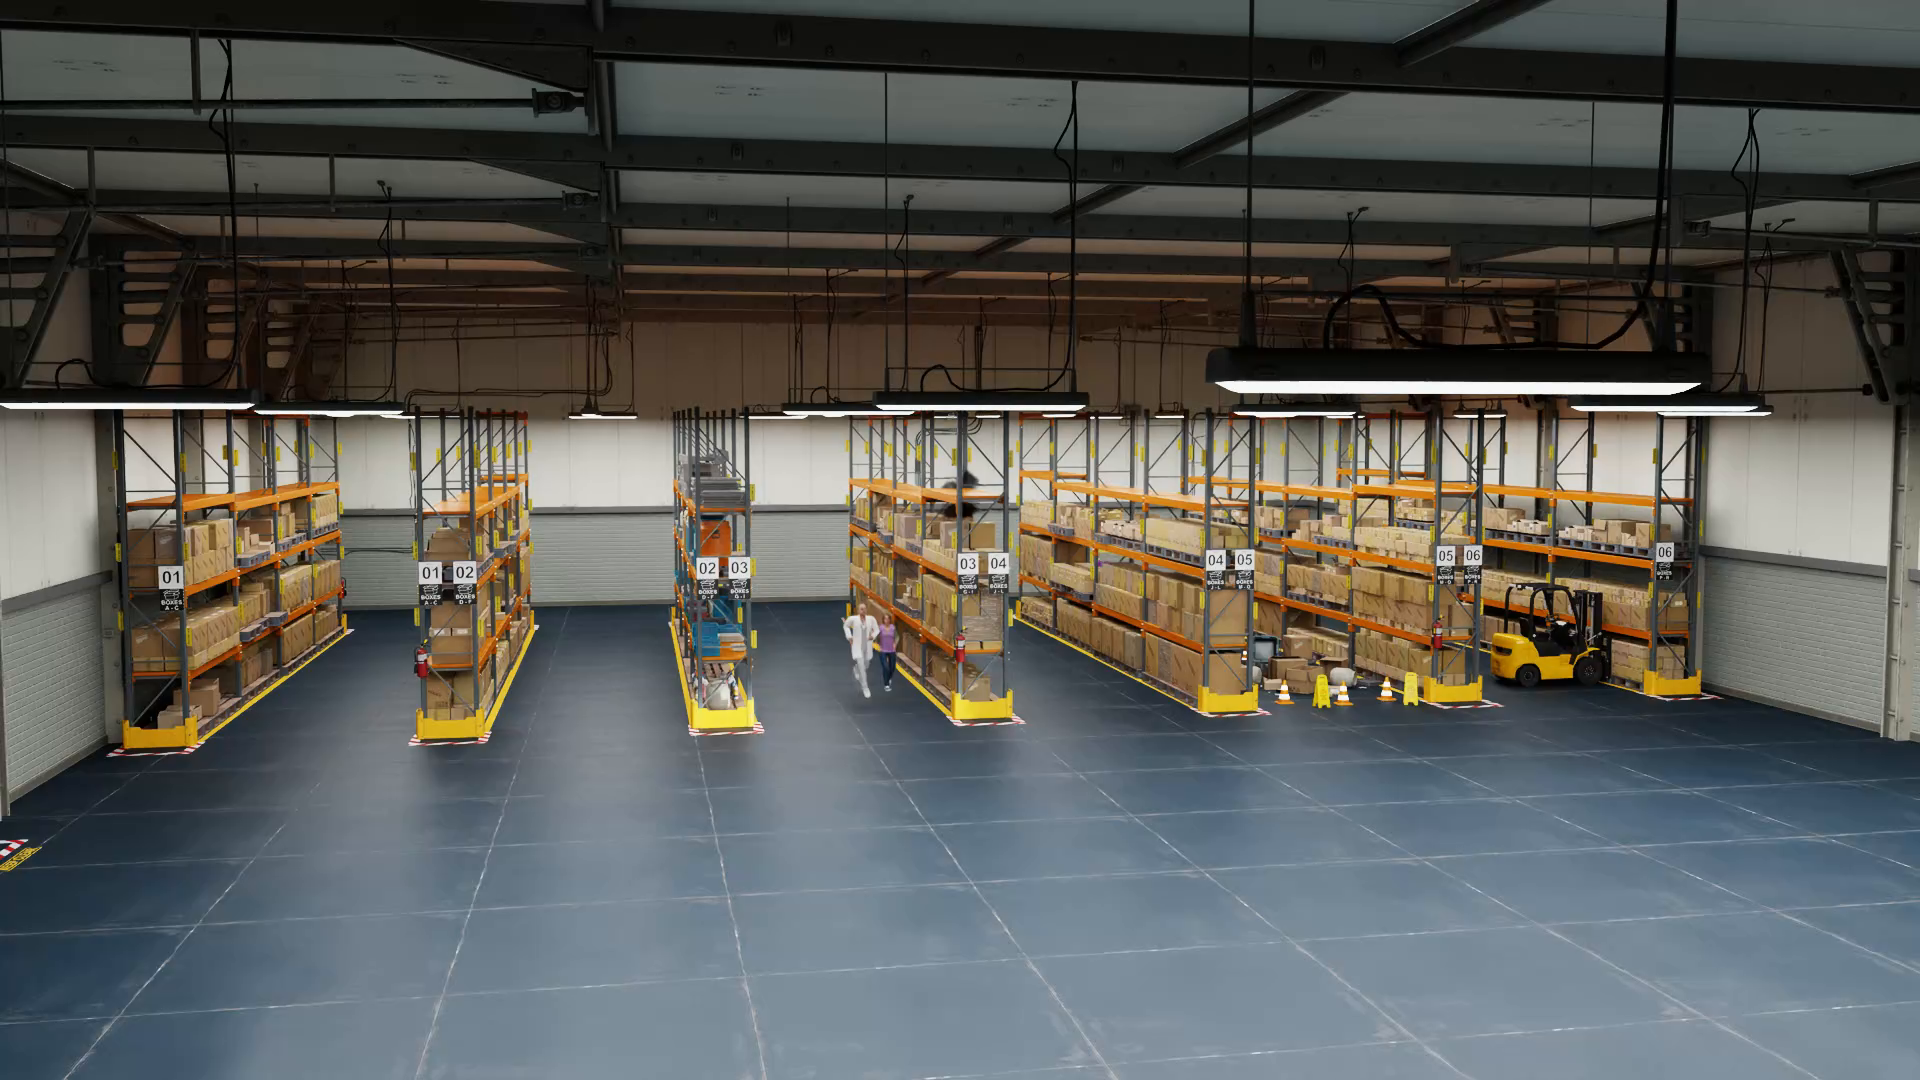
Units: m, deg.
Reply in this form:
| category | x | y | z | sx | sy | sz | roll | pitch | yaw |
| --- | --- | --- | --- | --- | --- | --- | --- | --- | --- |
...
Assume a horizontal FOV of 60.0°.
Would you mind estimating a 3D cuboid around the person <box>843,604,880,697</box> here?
| category | x | y | z | sx | sy | sz | roll | pitch | yaw |
| --- | --- | --- | --- | --- | --- | --- | --- | --- | --- |
| person | -1.967 | 2.187 | 33.542 | 0.673 | 1.815 | 1.189 | -2 | 4 | -23 |

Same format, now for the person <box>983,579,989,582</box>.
| category | x | y | z | sx | sy | sz | roll | pitch | yaw |
| --- | --- | --- | --- | --- | --- | --- | --- | --- | --- |
| person | 0.680 | 1.429 | 48.392 | 0.715 | 1.710 | 0.541 | 2 | 4 | 21 |

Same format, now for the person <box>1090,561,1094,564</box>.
| category | x | y | z | sx | sy | sz | roll | pitch | yaw |
| --- | --- | --- | --- | --- | --- | --- | --- | --- | --- |
| person | 4.043 | 1.233 | 51.114 | 0.747 | 1.722 | 0.688 | -3 | 5 | -34 |

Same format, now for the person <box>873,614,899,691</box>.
| category | x | y | z | sx | sy | sz | roll | pitch | yaw |
| --- | --- | --- | --- | --- | --- | --- | --- | --- | --- |
| person | -1.488 | 2.264 | 33.678 | 0.535 | 1.546 | 0.514 | -1 | 4 | -11 |
